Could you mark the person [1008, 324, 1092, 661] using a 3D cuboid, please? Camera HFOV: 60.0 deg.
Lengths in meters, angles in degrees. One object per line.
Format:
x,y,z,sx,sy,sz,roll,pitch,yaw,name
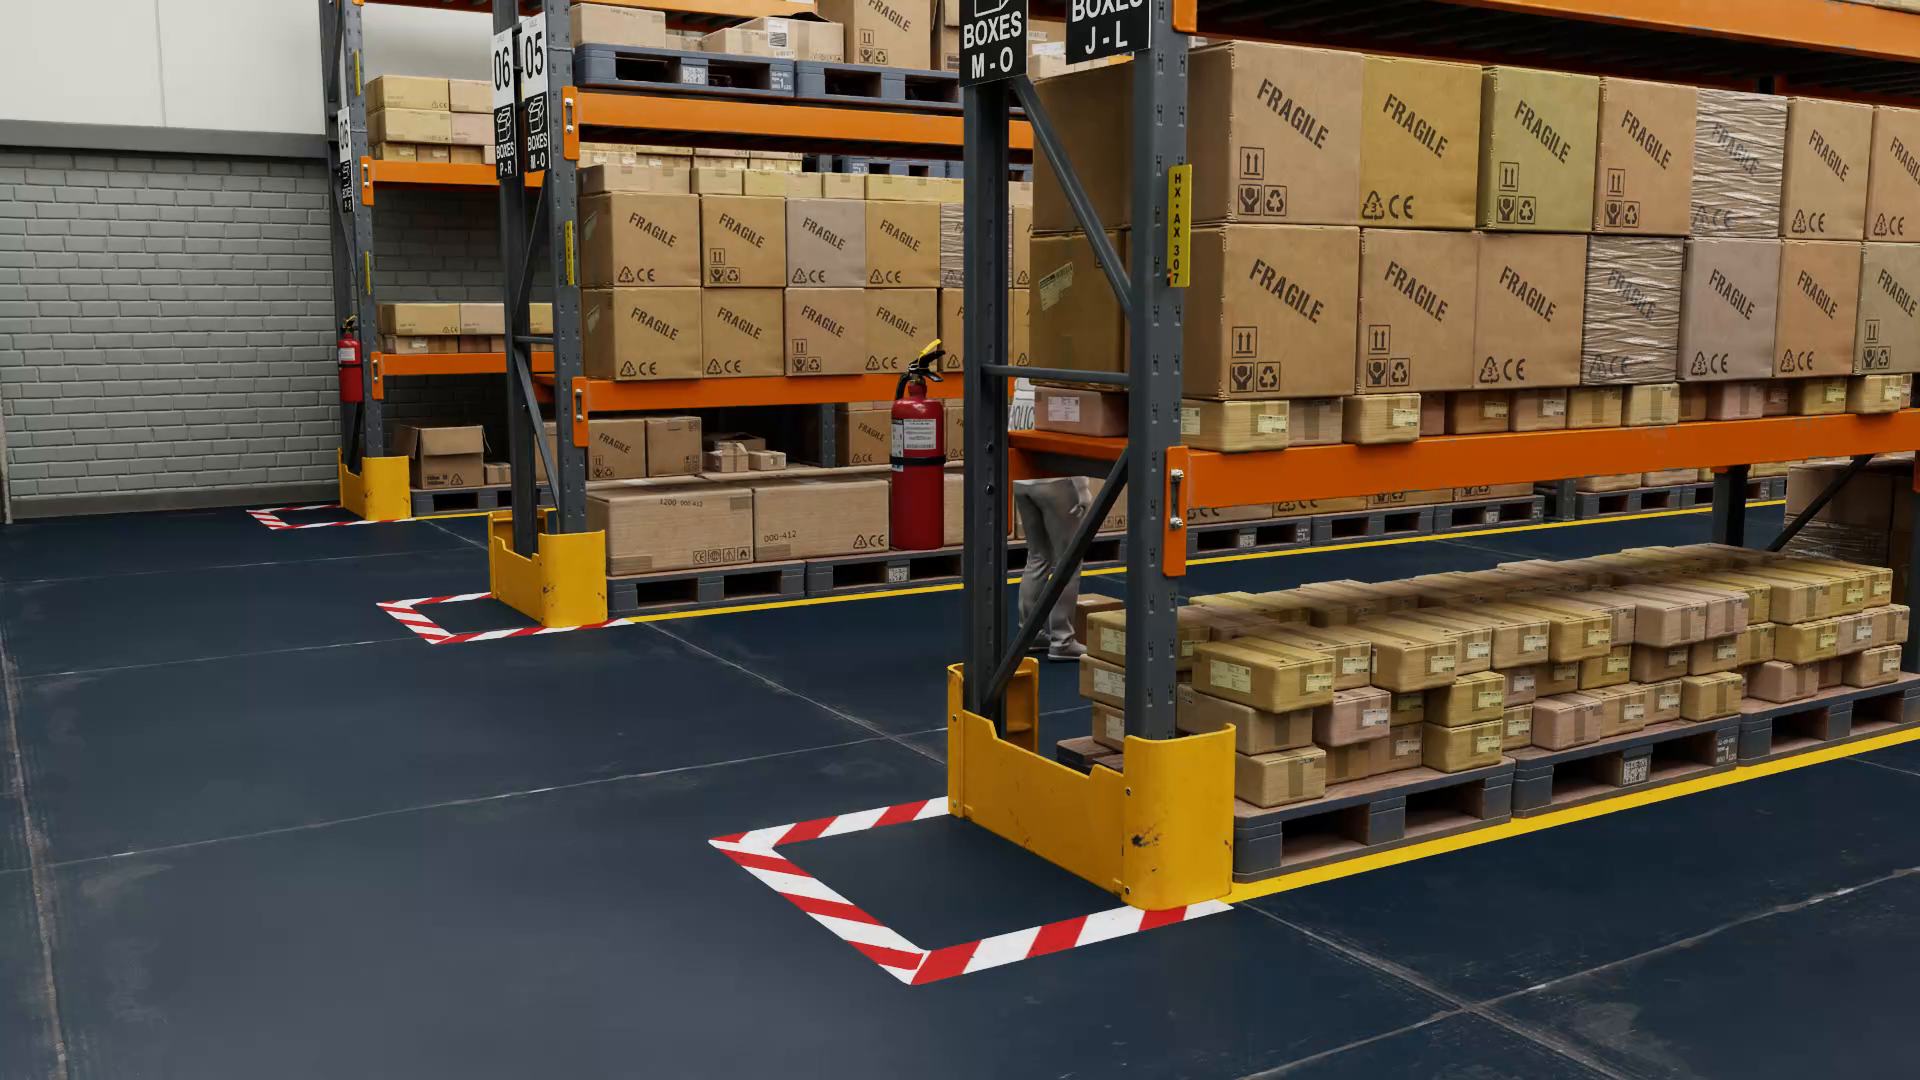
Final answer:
0.437,-0.259,8.110,0.375,1.662,0.542,-6,10,-34,person
